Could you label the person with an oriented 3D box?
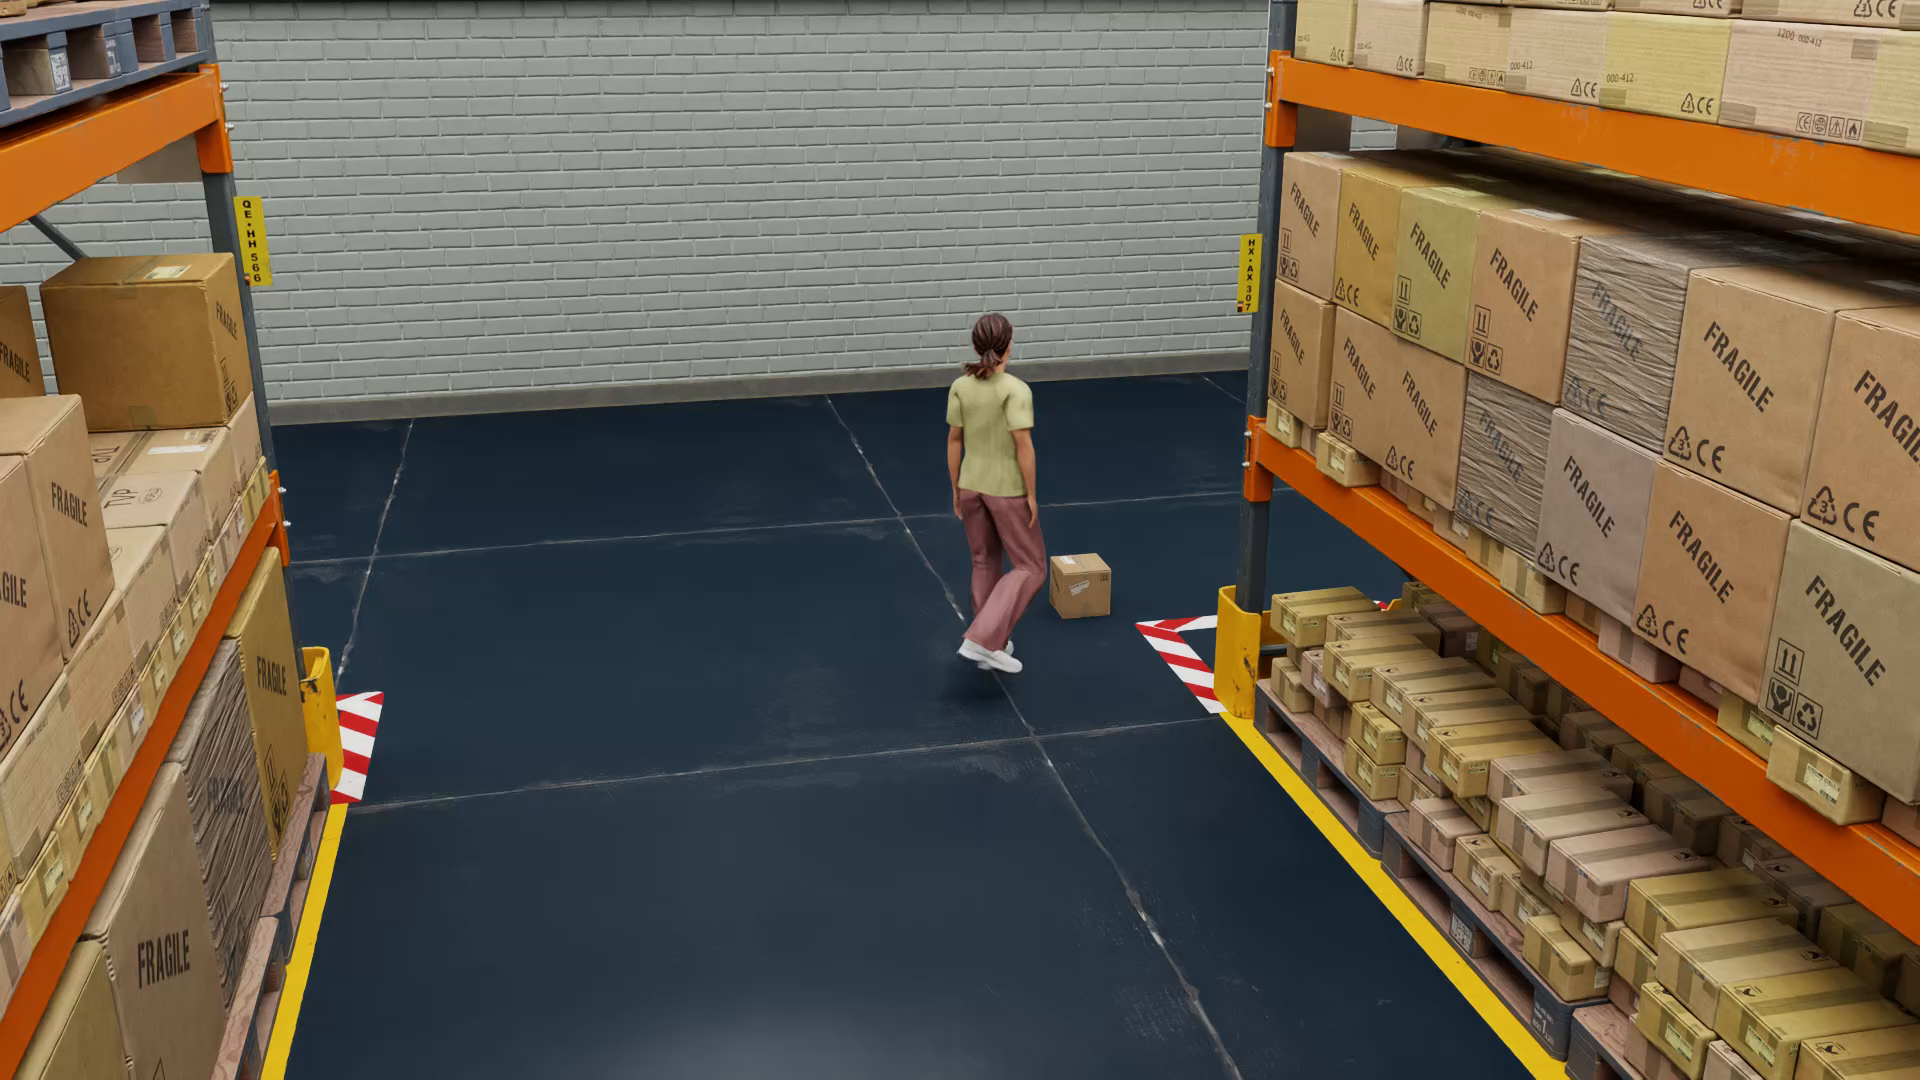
[{"bbox_3d":[0.122,-0.170,7.541,0.512,1.669,0.563,14,24,33],"label":"person"}]
